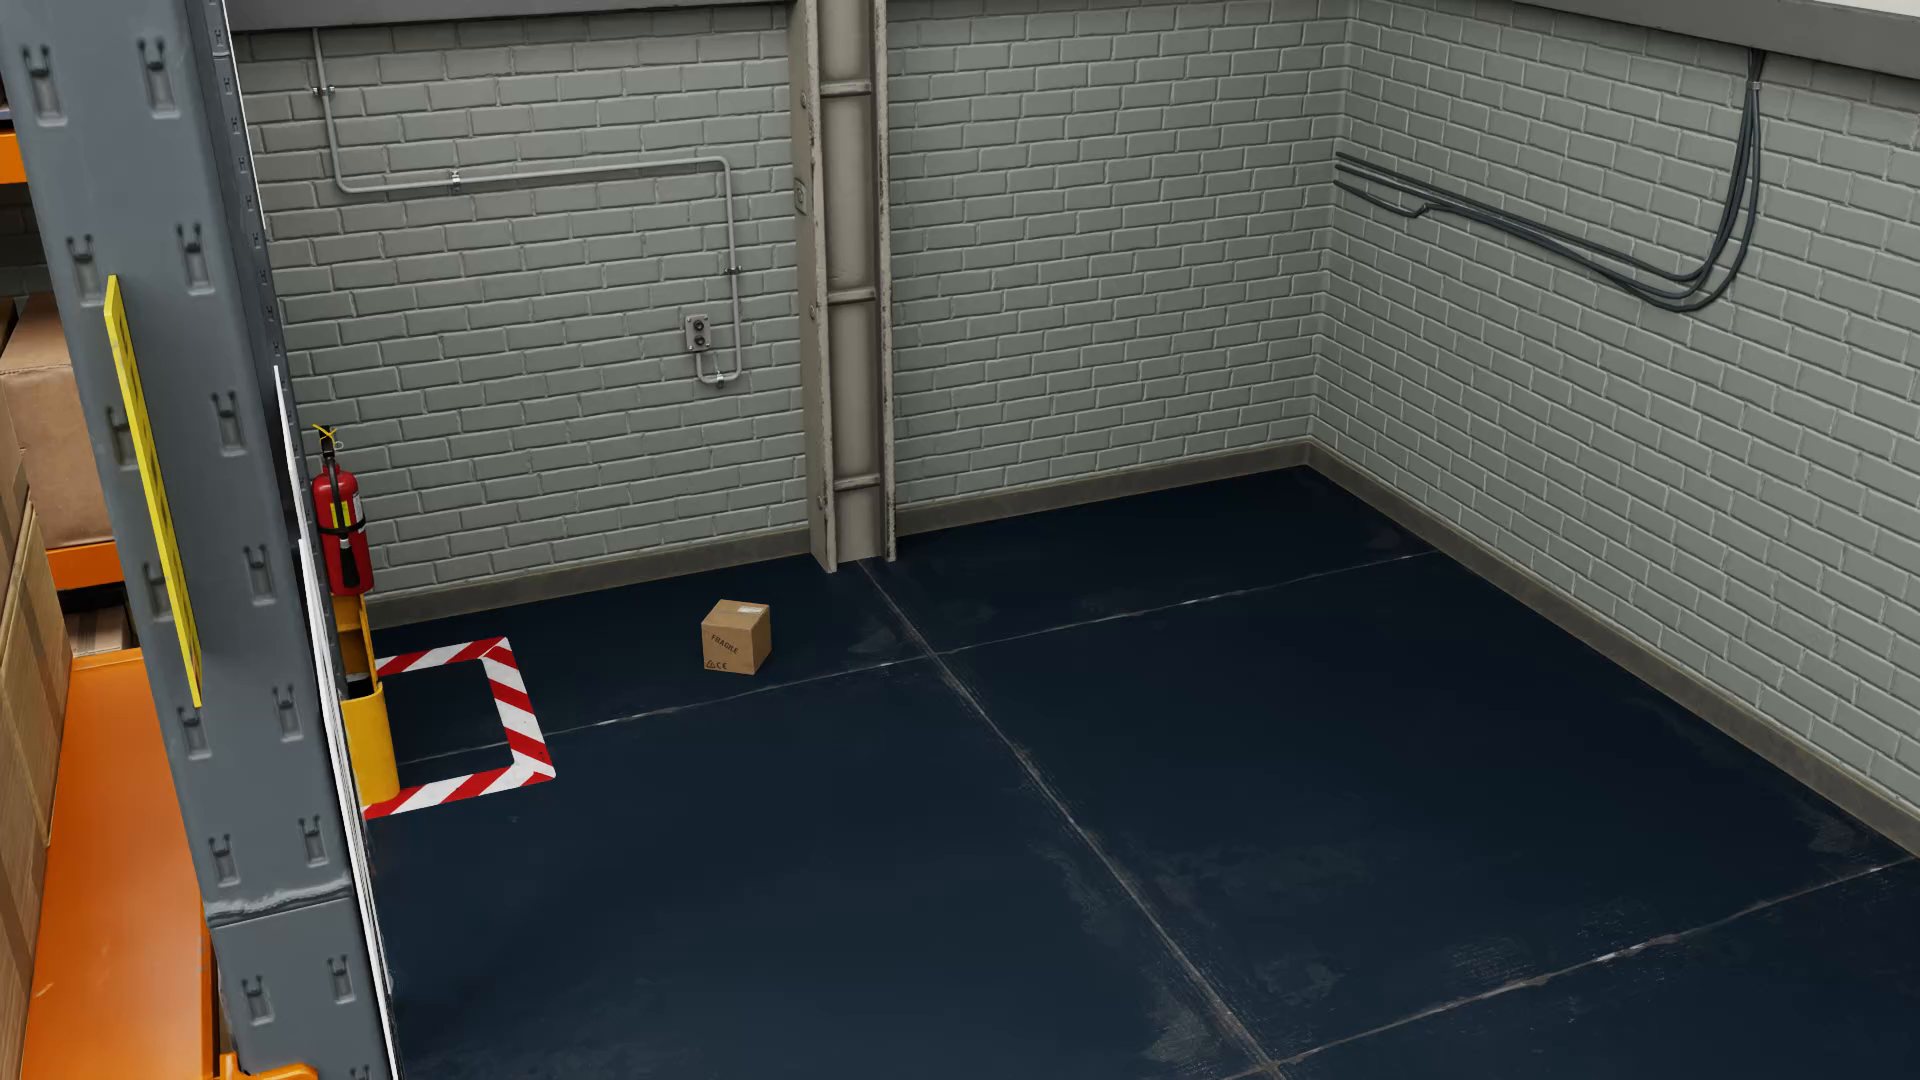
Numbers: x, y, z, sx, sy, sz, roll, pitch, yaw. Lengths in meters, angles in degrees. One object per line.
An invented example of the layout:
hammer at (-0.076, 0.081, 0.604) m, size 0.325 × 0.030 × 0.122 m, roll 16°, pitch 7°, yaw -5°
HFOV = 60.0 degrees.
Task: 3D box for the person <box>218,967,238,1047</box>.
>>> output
person at (-2.251, 1.108, 4.782) m, size 0.580 × 1.755 × 0.773 m, roll 13°, pitch 28°, yaw 25°
